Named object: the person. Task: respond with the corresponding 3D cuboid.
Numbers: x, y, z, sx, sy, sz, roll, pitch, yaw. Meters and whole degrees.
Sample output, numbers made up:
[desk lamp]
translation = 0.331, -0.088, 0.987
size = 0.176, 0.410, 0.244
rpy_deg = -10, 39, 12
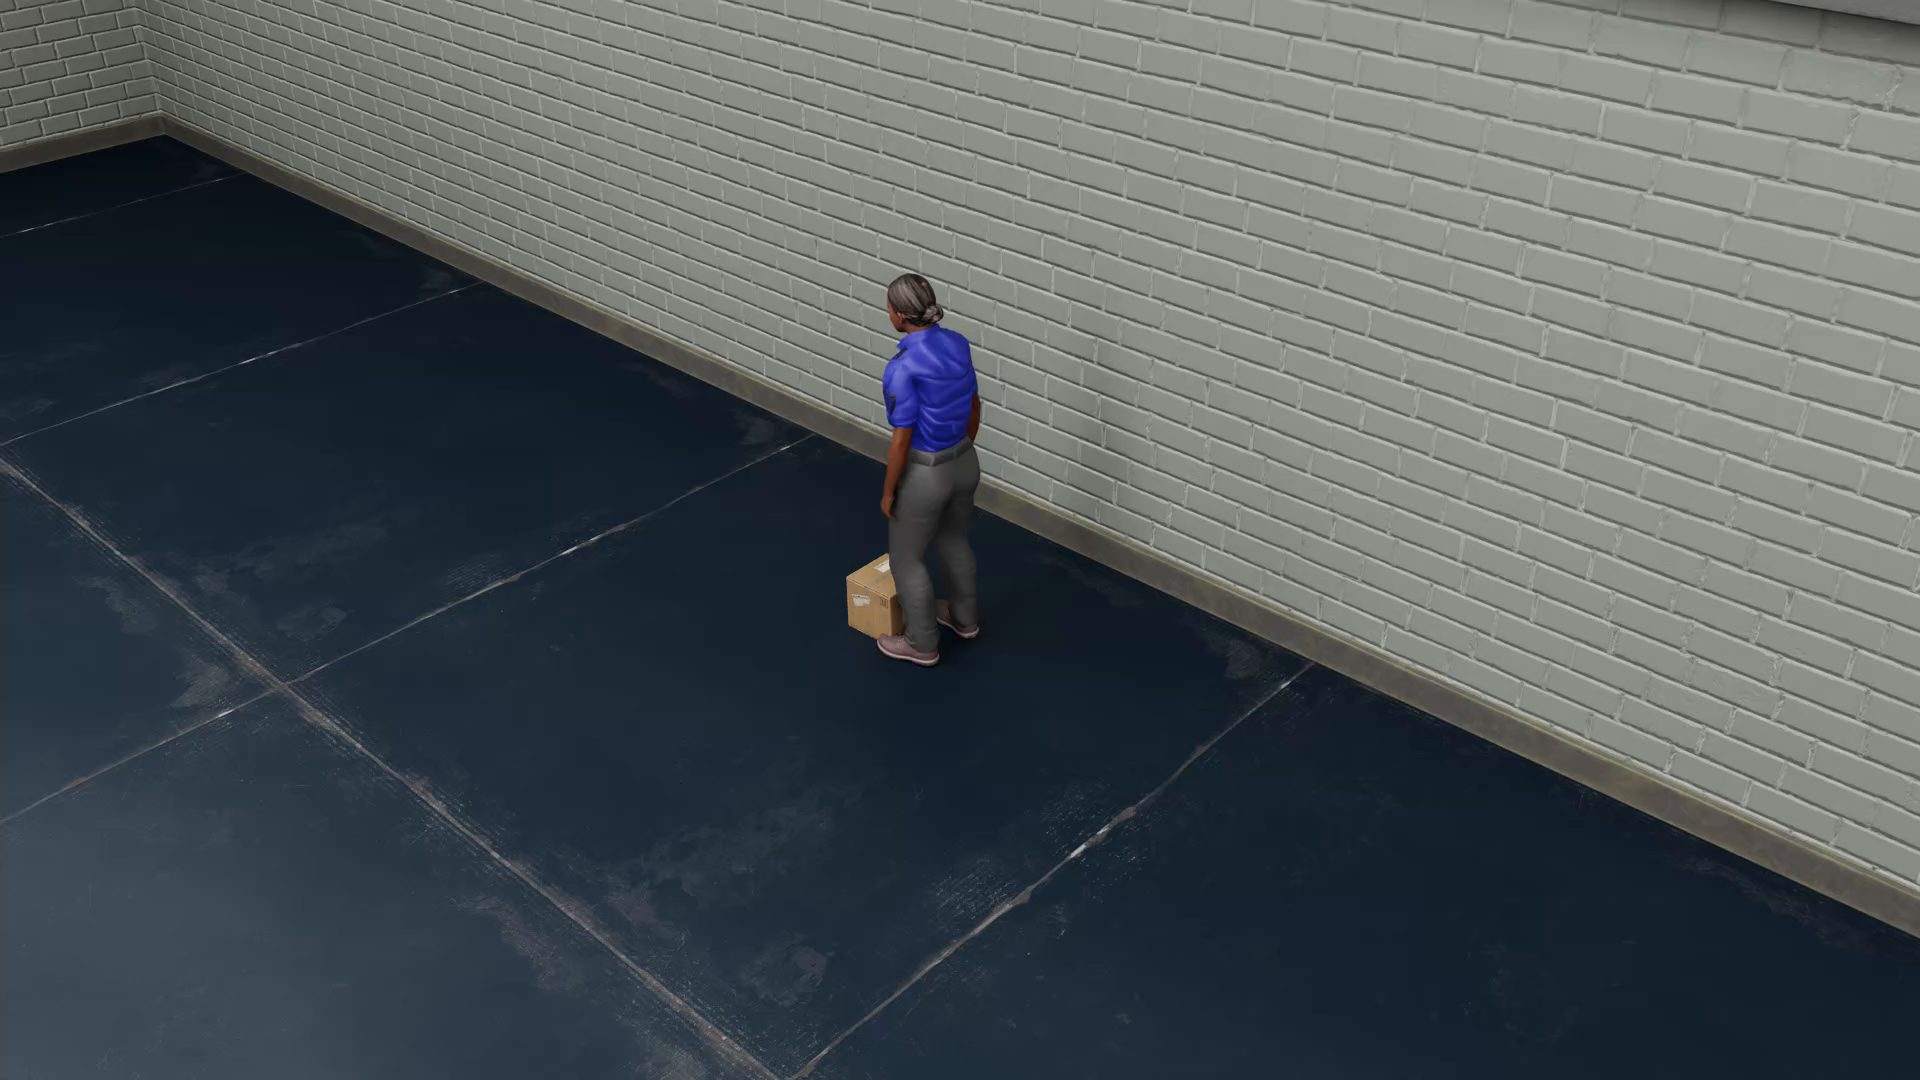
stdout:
[person]
translation = -0.119, -0.267, 6.576
size = 0.350, 1.654, 0.503
rpy_deg = 25, 40, 35
